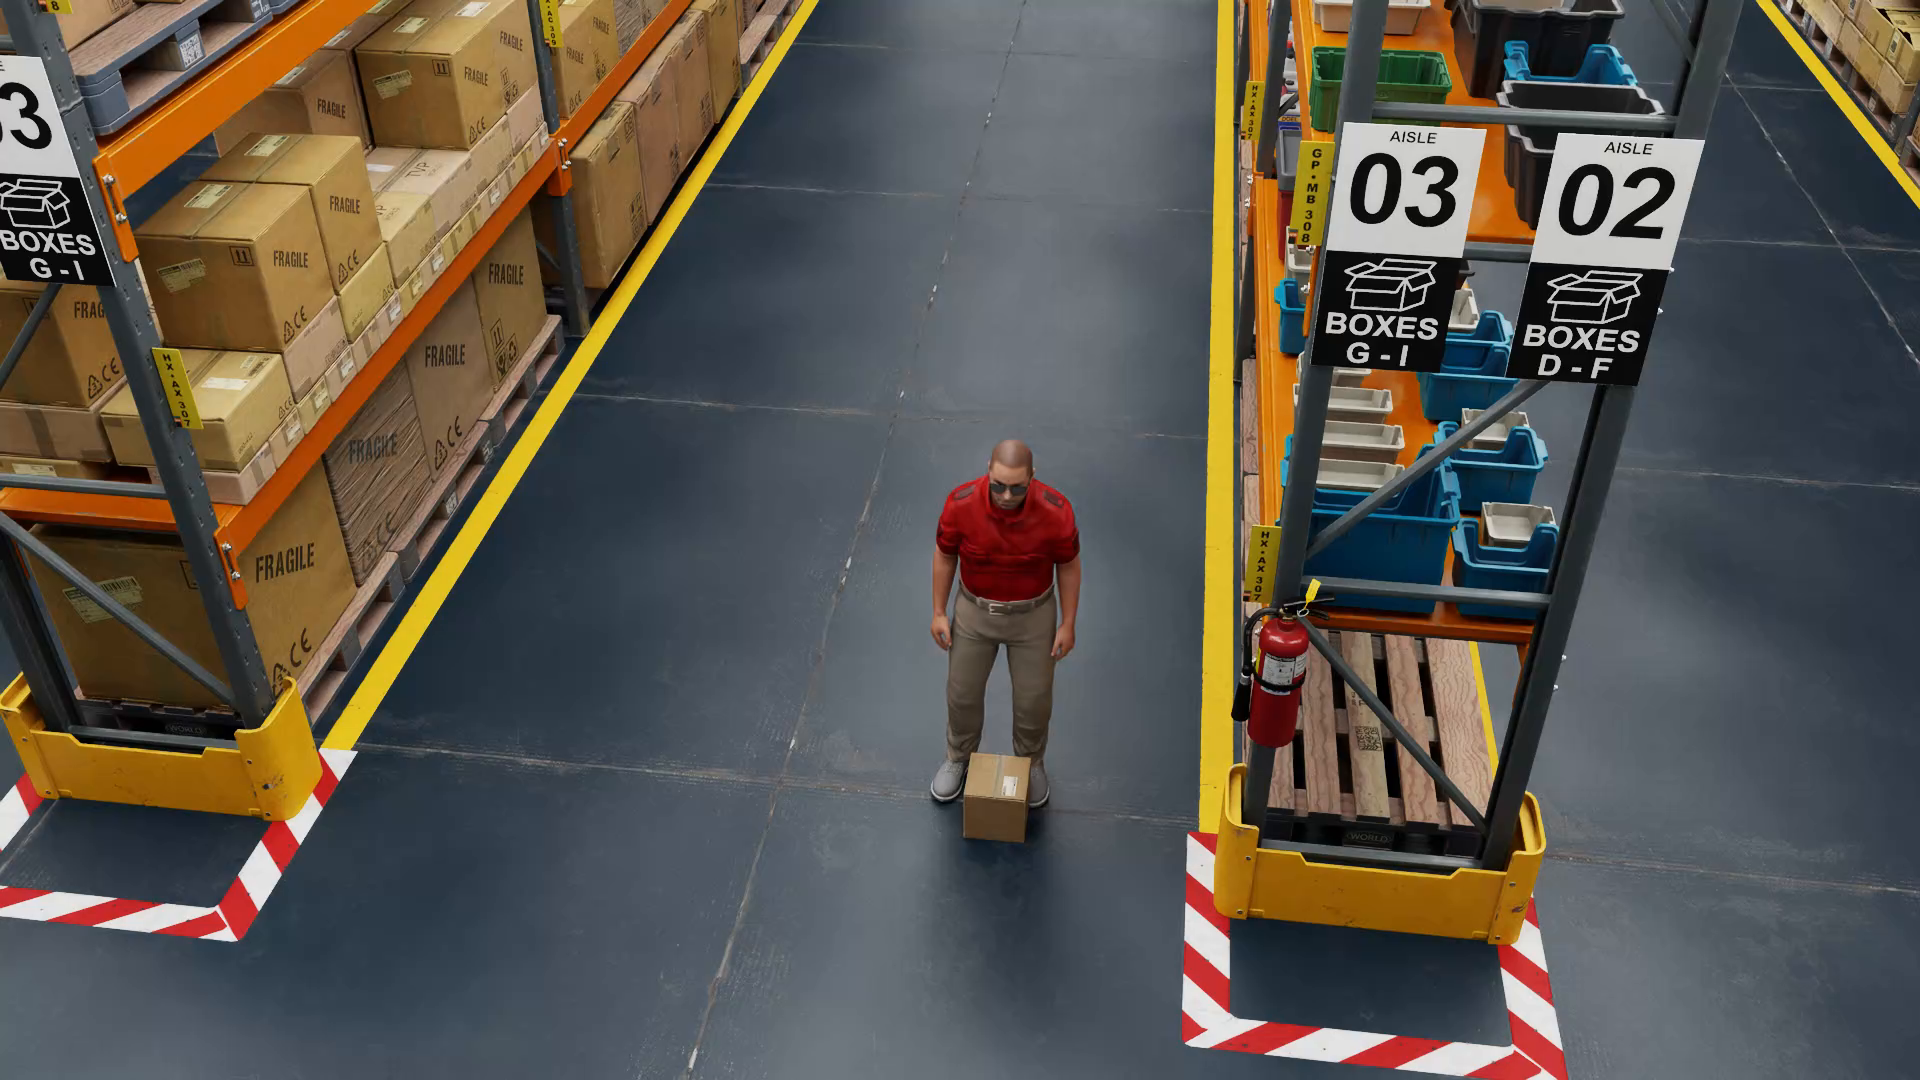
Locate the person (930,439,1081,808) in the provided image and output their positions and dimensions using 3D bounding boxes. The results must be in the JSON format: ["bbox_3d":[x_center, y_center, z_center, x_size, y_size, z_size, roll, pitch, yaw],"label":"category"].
[{"bbox_3d":[0.177,0.316,6.615,0.585,1.727,0.392,5,36,6],"label":"person"}]
